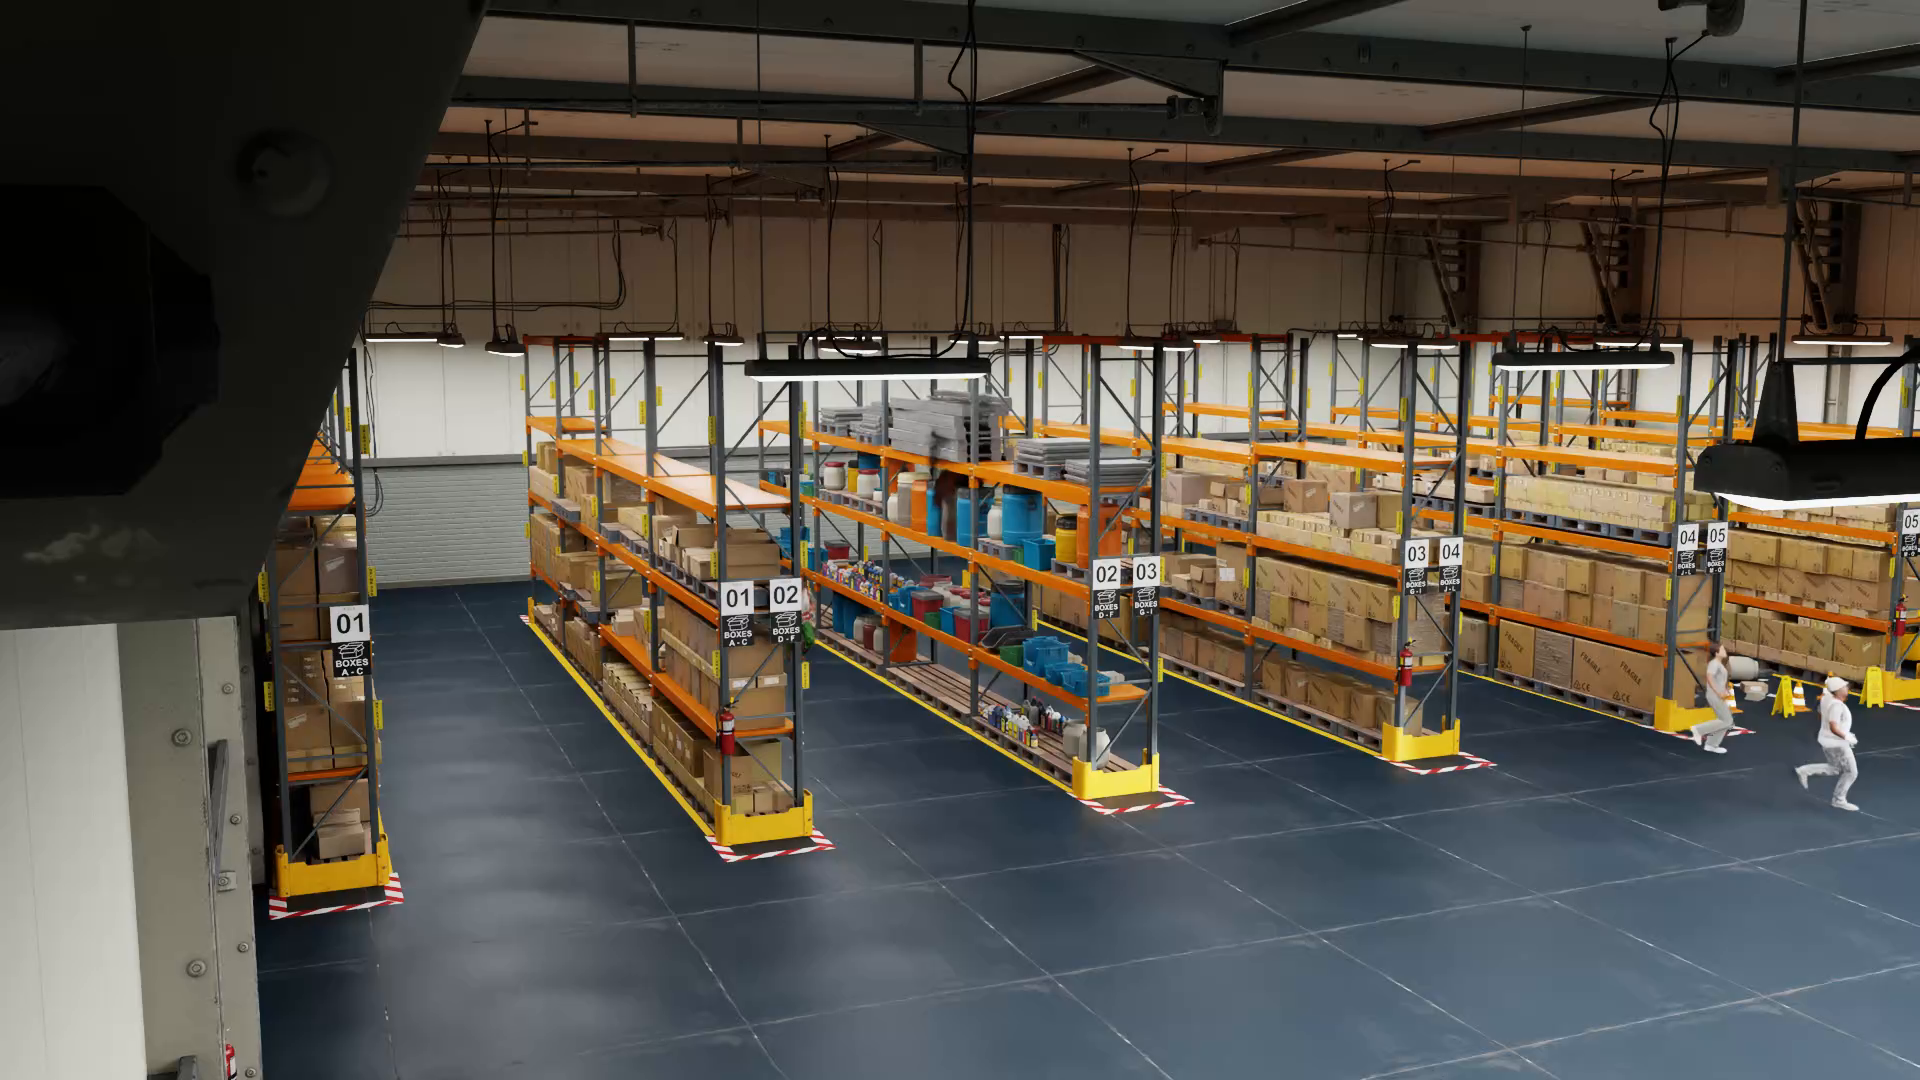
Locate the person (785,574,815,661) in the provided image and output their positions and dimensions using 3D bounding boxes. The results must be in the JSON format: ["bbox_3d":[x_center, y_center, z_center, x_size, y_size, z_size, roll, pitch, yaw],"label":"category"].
[{"bbox_3d":[-2.808,1.387,29.422,0.656,1.595,0.621,-5,9,-31],"label":"person"}]

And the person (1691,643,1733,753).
[{"bbox_3d":[11.043,2.299,24.388,0.551,1.596,0.581,3,8,22],"label":"person"}]

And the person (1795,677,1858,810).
[{"bbox_3d":[11.289,2.629,21.563,0.732,1.736,0.698,1,8,10],"label":"person"}]
